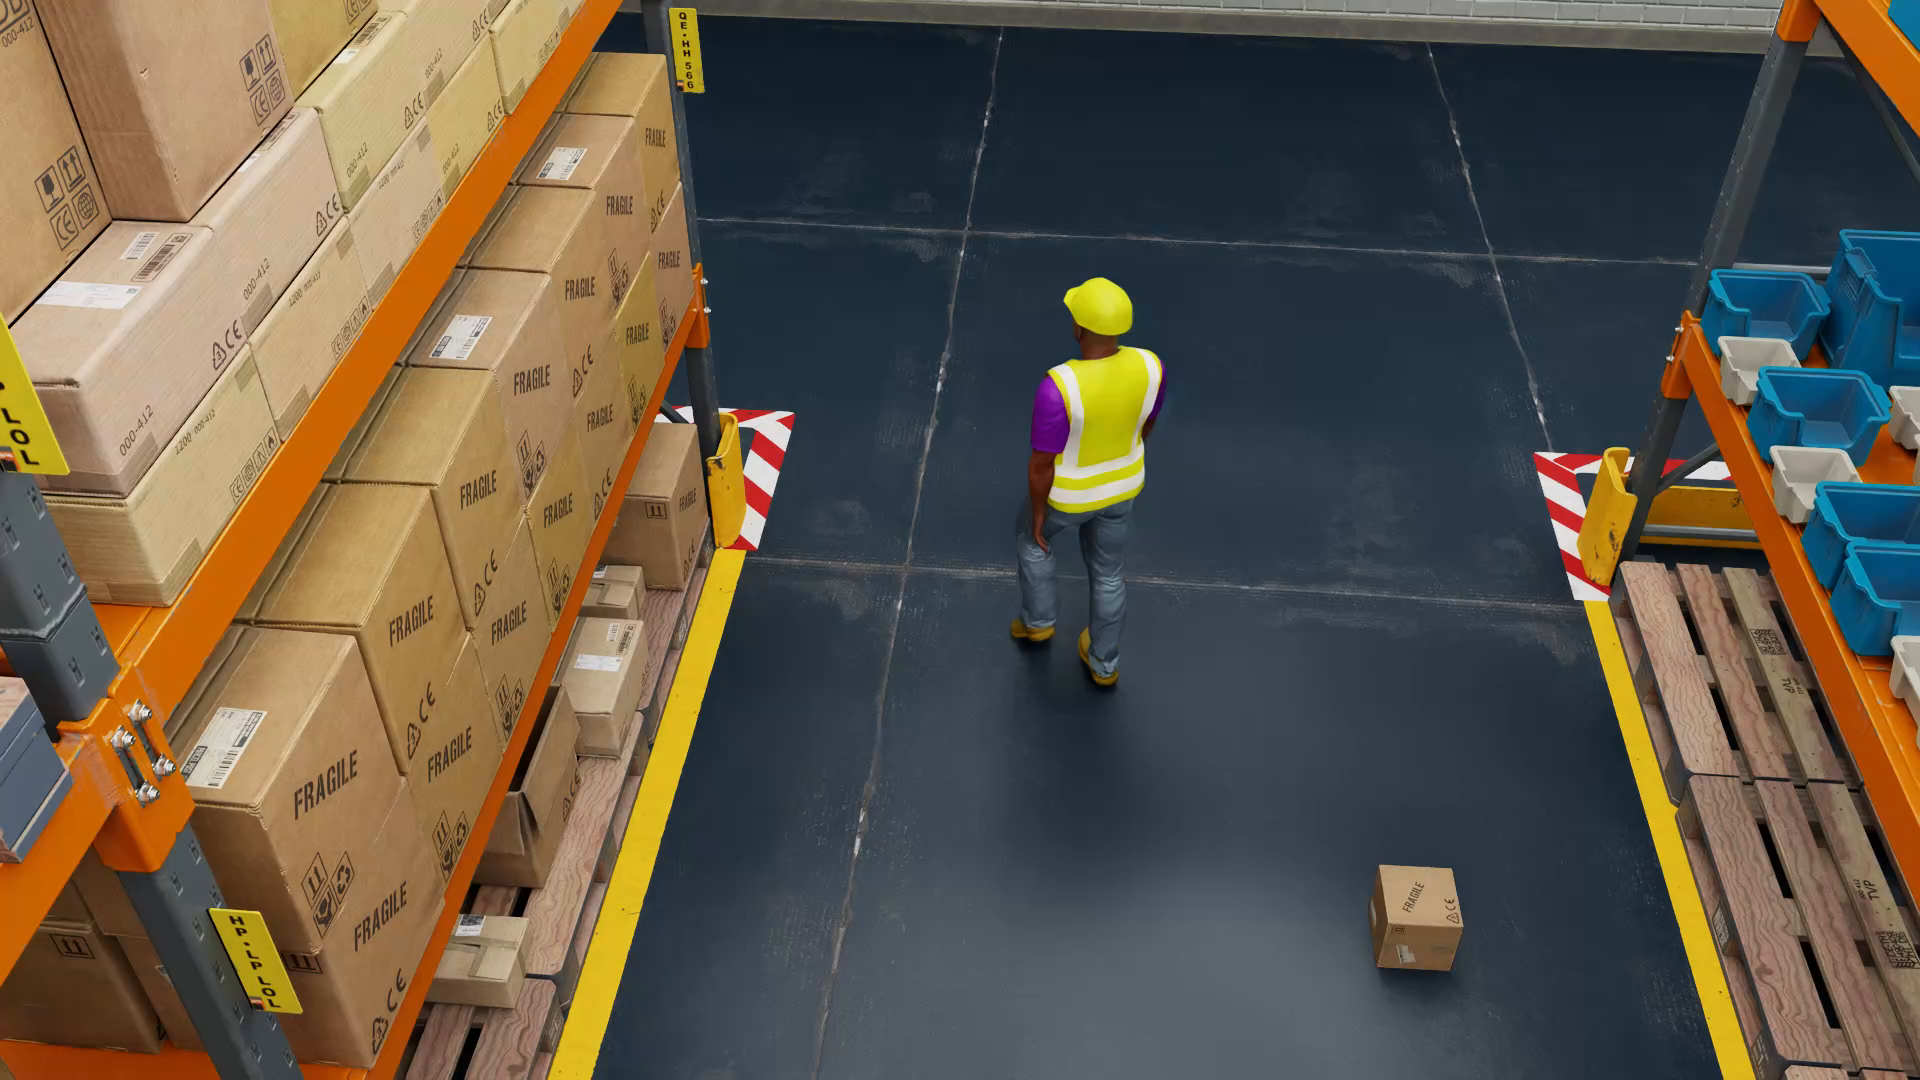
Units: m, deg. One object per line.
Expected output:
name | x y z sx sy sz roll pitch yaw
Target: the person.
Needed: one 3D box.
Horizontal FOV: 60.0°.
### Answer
person | 0.484 -0.200 6.394 0.582 1.826 0.581 -14 42 -16
